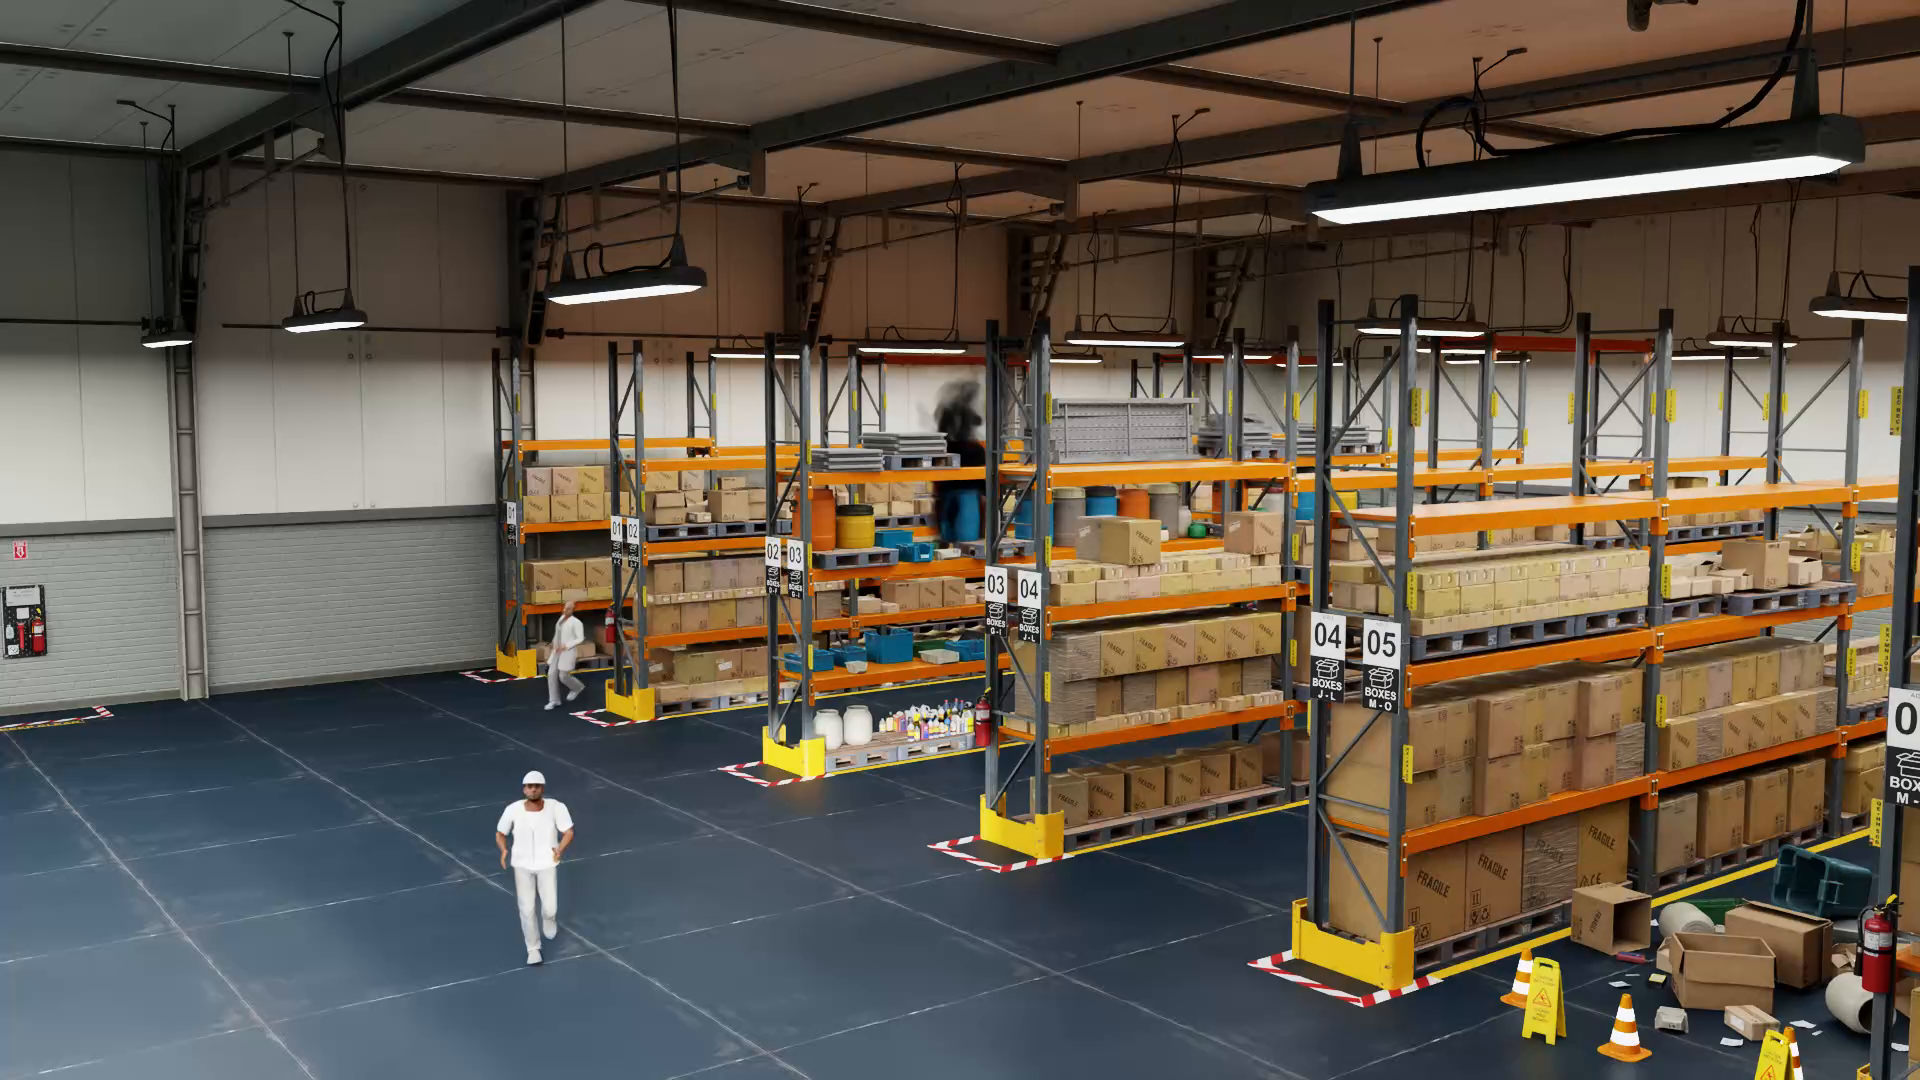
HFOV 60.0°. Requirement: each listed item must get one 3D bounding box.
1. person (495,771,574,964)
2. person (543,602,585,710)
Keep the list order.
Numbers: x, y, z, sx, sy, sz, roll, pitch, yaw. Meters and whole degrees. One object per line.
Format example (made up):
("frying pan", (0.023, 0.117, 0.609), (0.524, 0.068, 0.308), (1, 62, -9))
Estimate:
("person", (-3.900, 2.968, 15.257), (0.704, 1.723, 0.696), (-1, 5, -11))
("person", (-6.464, 1.902, 27.446), (0.740, 1.758, 0.861), (3, 6, 30))
